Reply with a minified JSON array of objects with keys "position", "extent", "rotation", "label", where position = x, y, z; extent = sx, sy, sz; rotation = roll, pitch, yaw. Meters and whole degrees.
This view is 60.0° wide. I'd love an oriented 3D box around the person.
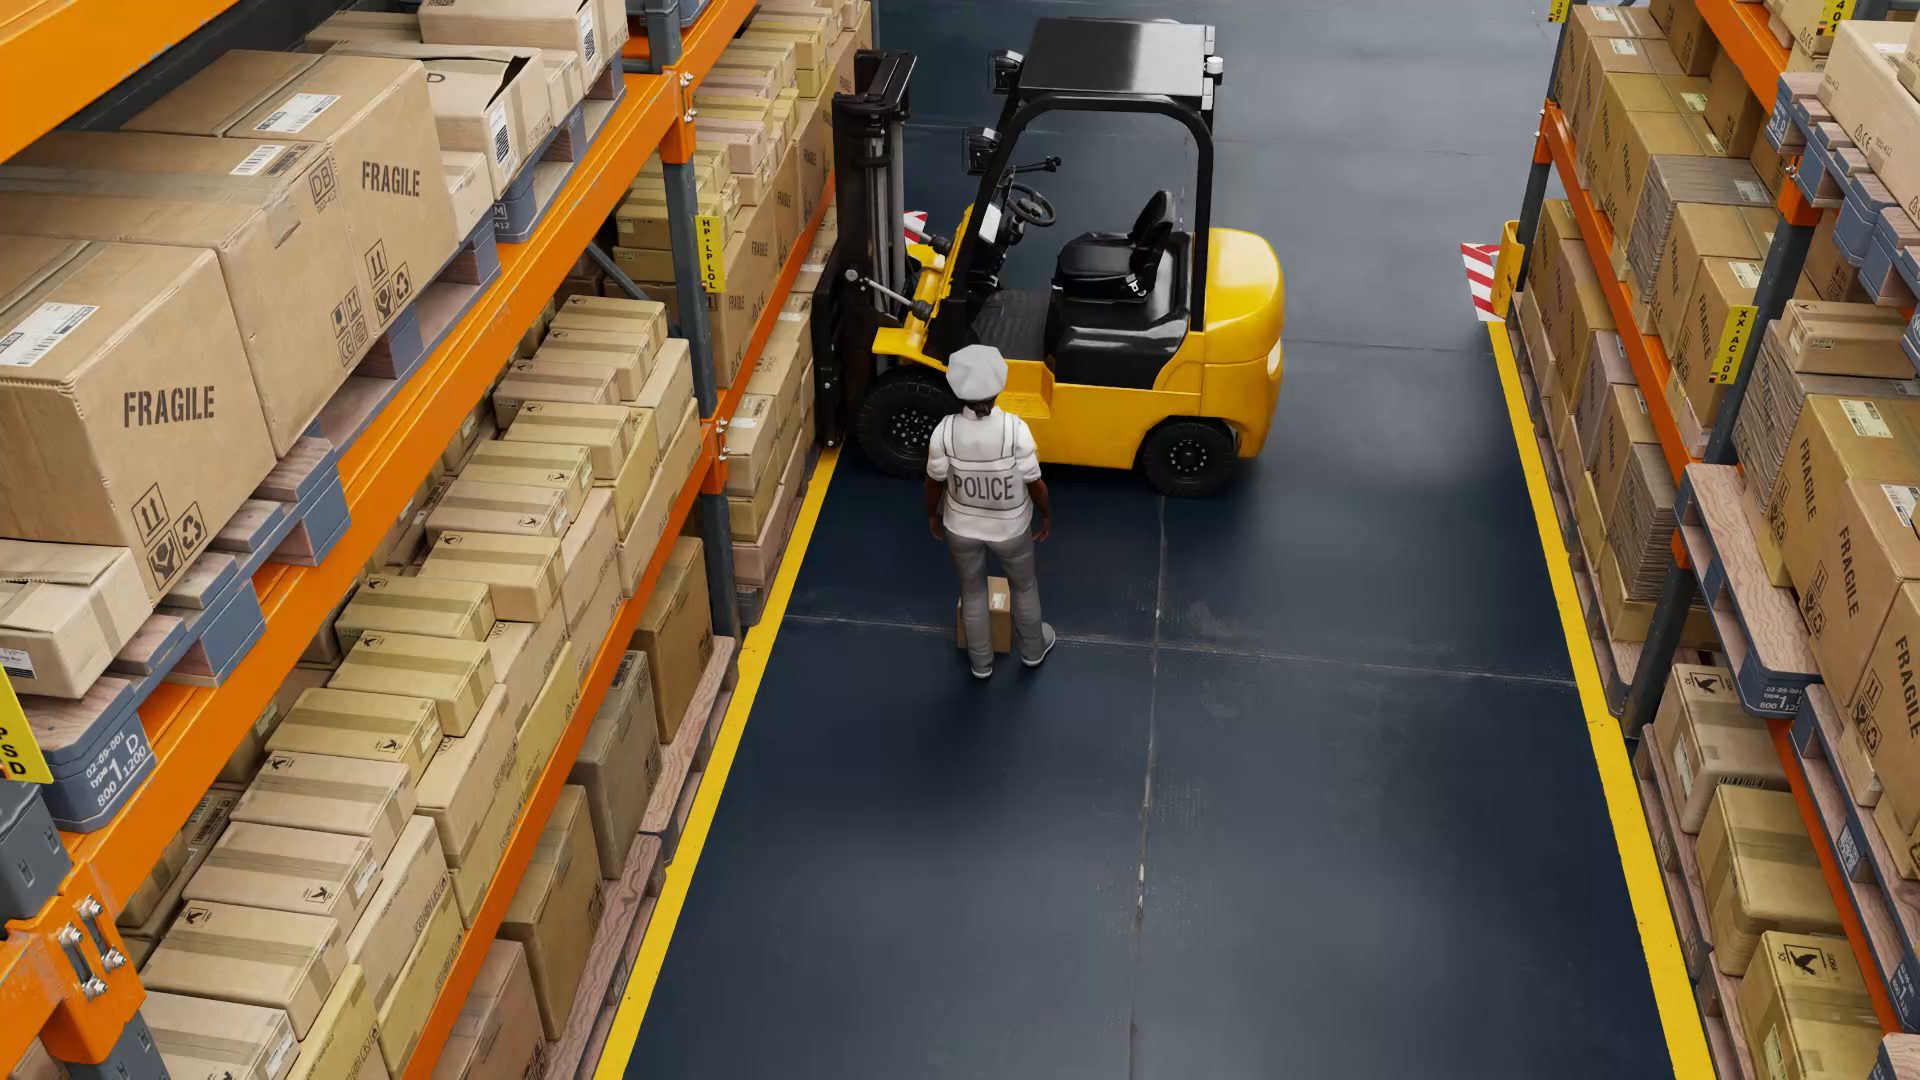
[{"position":[0.140,-0.121,7.161],"extent":[0.569,1.693,0.529],"rotation":[4,37,6],"label":"person"}]
